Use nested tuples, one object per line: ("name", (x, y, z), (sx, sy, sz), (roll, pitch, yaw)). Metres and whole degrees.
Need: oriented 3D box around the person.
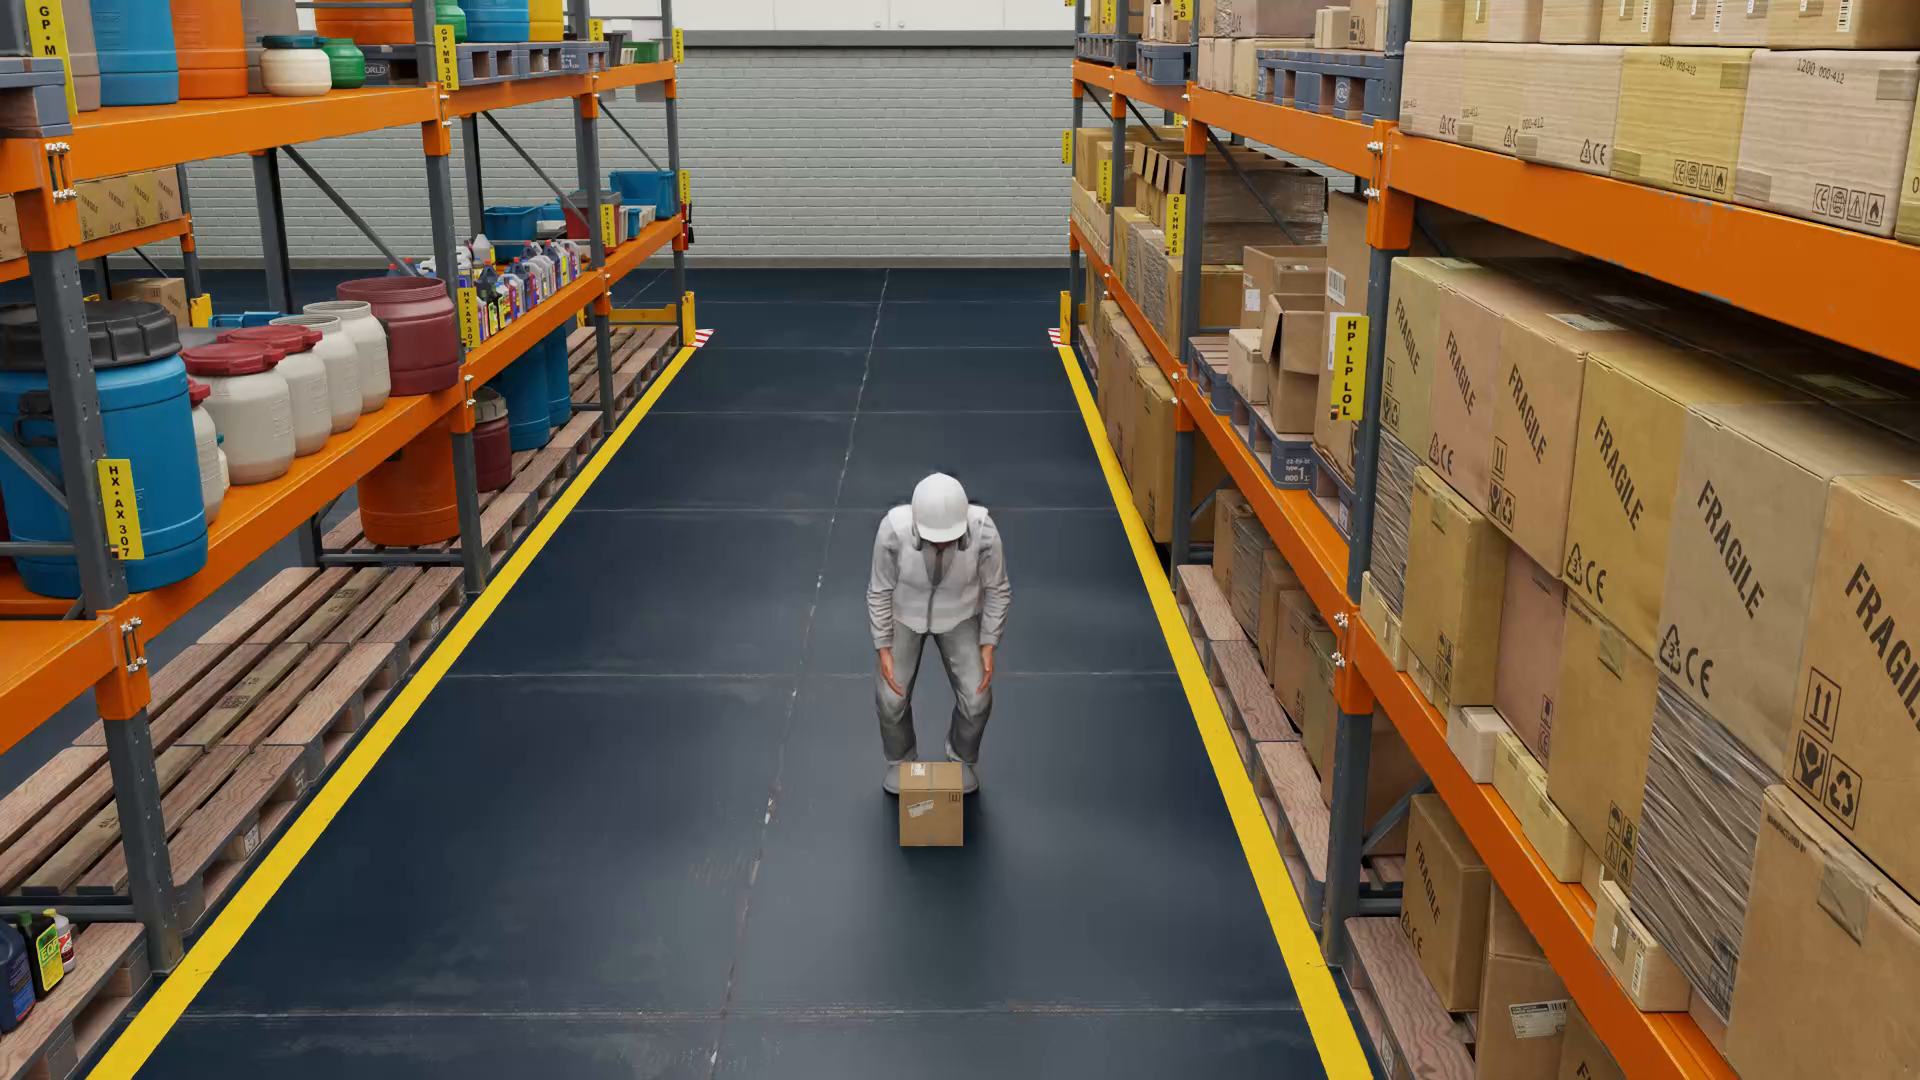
("person", (-0.086, 0.364, 6.872), (0.591, 1.449, 0.753), (0, 17, -1))
